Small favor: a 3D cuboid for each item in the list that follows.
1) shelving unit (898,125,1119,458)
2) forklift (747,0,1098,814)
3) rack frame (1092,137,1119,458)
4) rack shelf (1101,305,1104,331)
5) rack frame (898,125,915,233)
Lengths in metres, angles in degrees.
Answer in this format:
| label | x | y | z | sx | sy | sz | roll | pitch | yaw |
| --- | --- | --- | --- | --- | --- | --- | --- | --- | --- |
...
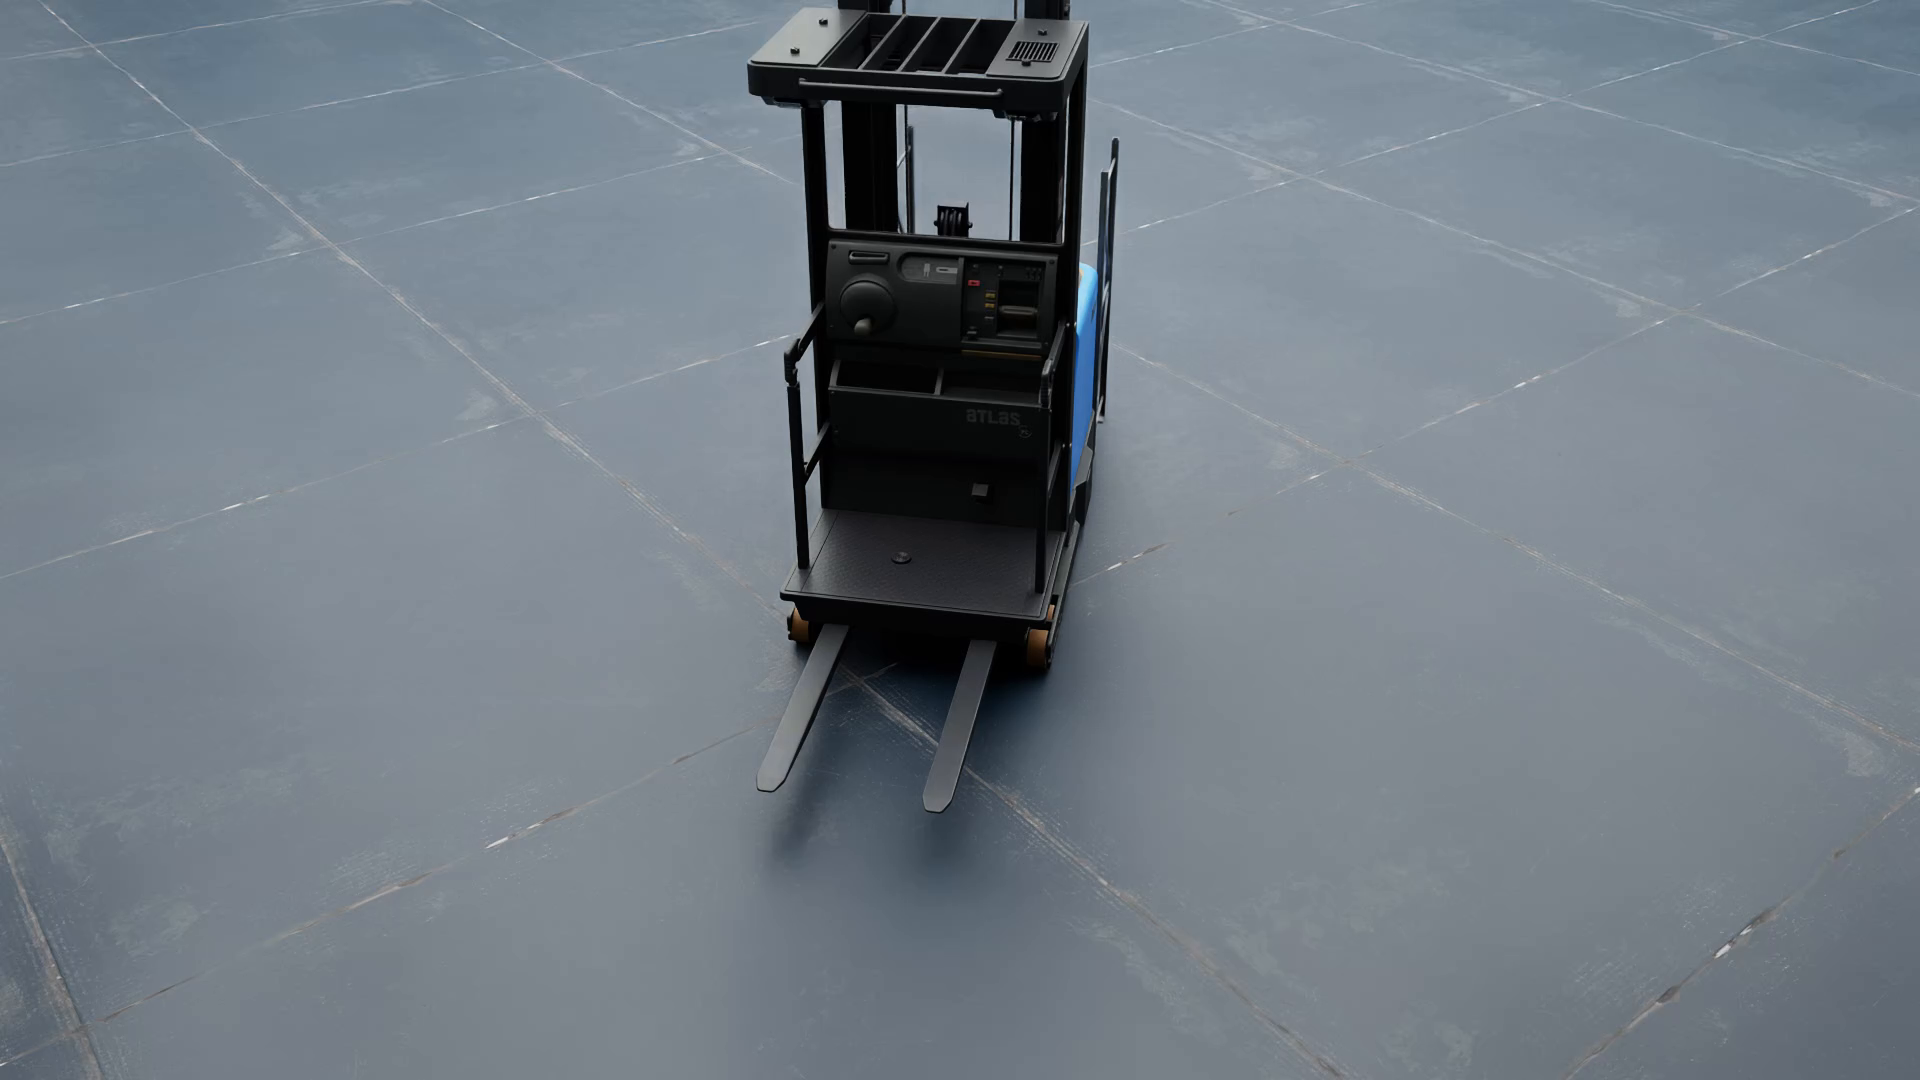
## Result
| label | x | y | z | sx | sy | sz | roll | pitch | yaw |
| --- | --- | --- | --- | --- | --- | --- | --- | --- | --- |
| shelving unit | 0.209 | -1.231 | 8.310 | 1.048 | 1.500 | 0.538 | 6 | 32 | 9 |
| forklift | -0.114 | -0.922 | 6.457 | 1.130 | 2.935 | 3.031 | 6 | 32 | 9 |
| rack frame | 0.709 | -1.181 | 8.230 | 0.032 | 1.500 | 0.500 | 6 | 32 | 9 |
| rack shelf | 0.209 | -1.078 | 8.405 | 1.000 | 0.185 | 0.538 | 6 | 32 | 9 |
| rack frame | -0.290 | -1.280 | 8.390 | 0.032 | 1.500 | 0.500 | 6 | 32 | 9 |
